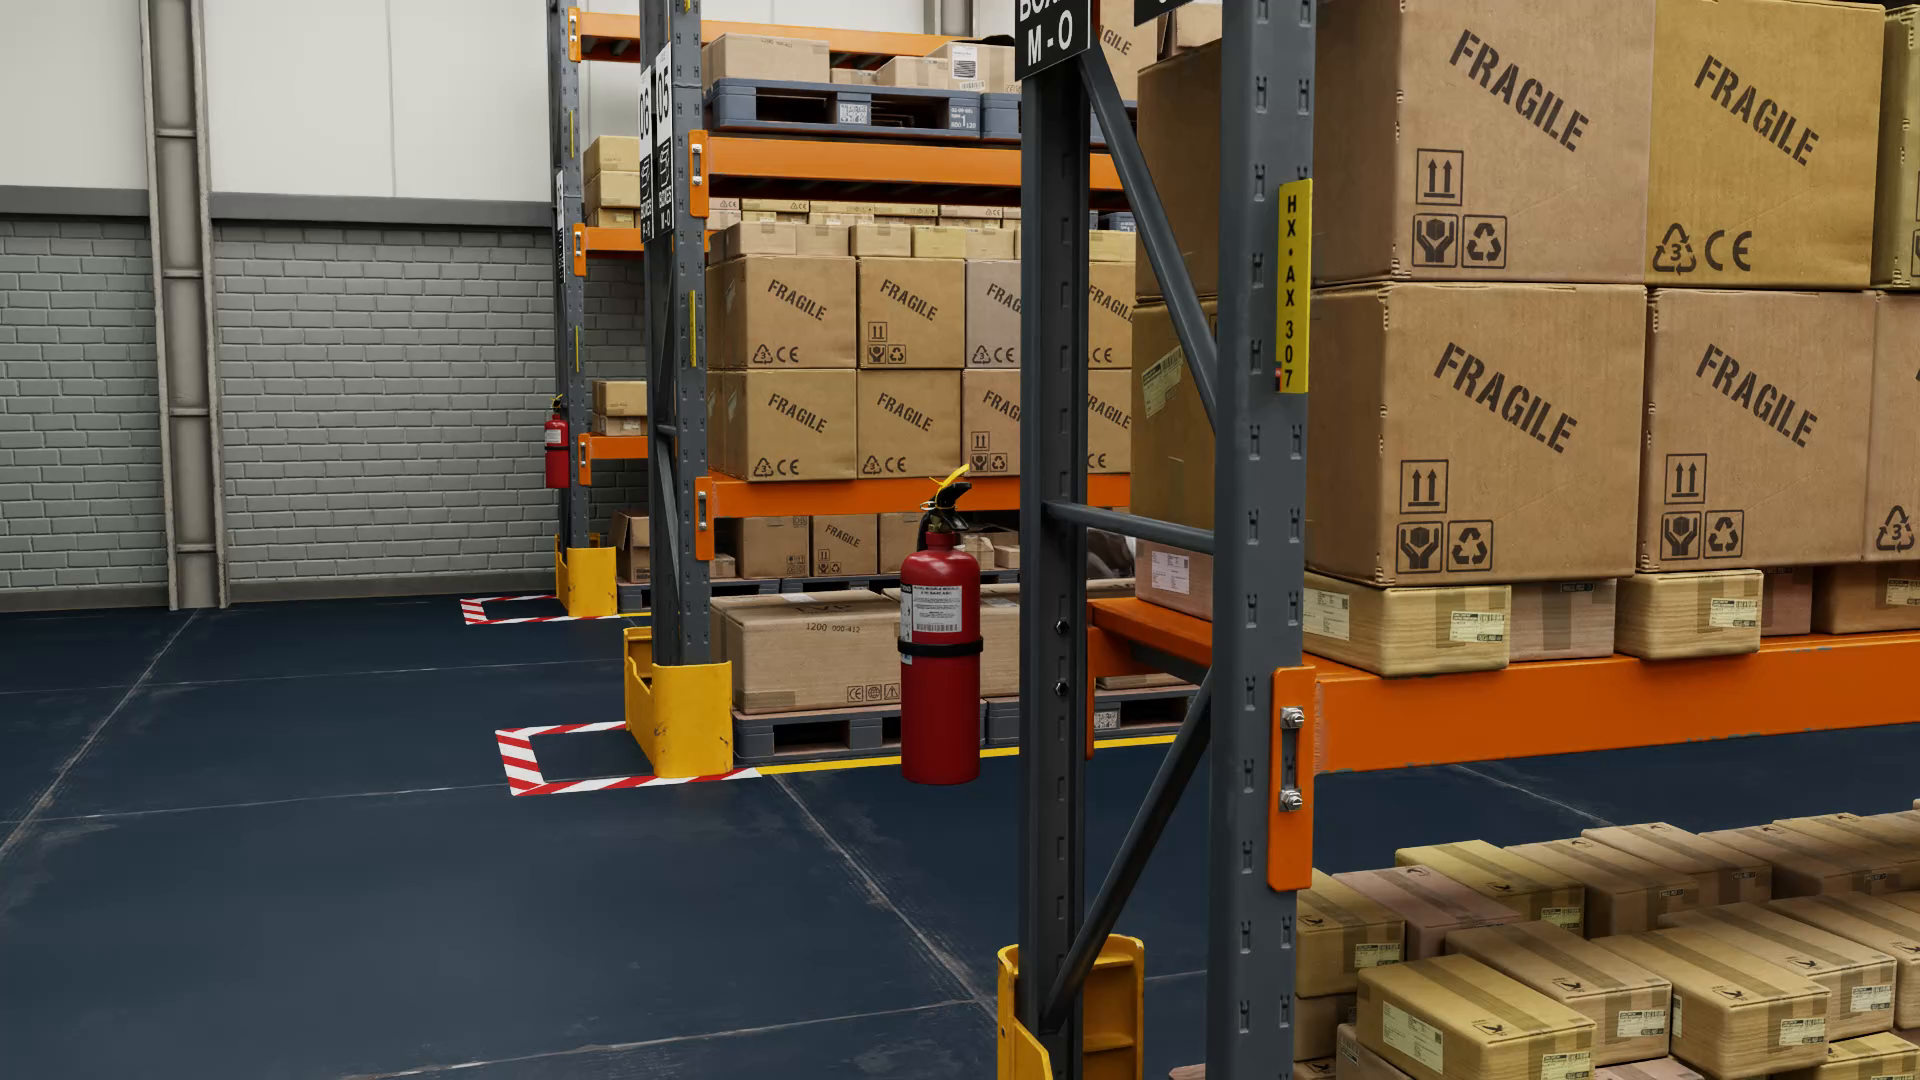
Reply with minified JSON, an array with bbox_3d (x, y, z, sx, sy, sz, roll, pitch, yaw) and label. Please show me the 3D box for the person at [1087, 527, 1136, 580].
[{"bbox_3d":[0.919,0.299,10.263,0.855,0.898,0.421,-2,6,-20],"label":"person"}]
